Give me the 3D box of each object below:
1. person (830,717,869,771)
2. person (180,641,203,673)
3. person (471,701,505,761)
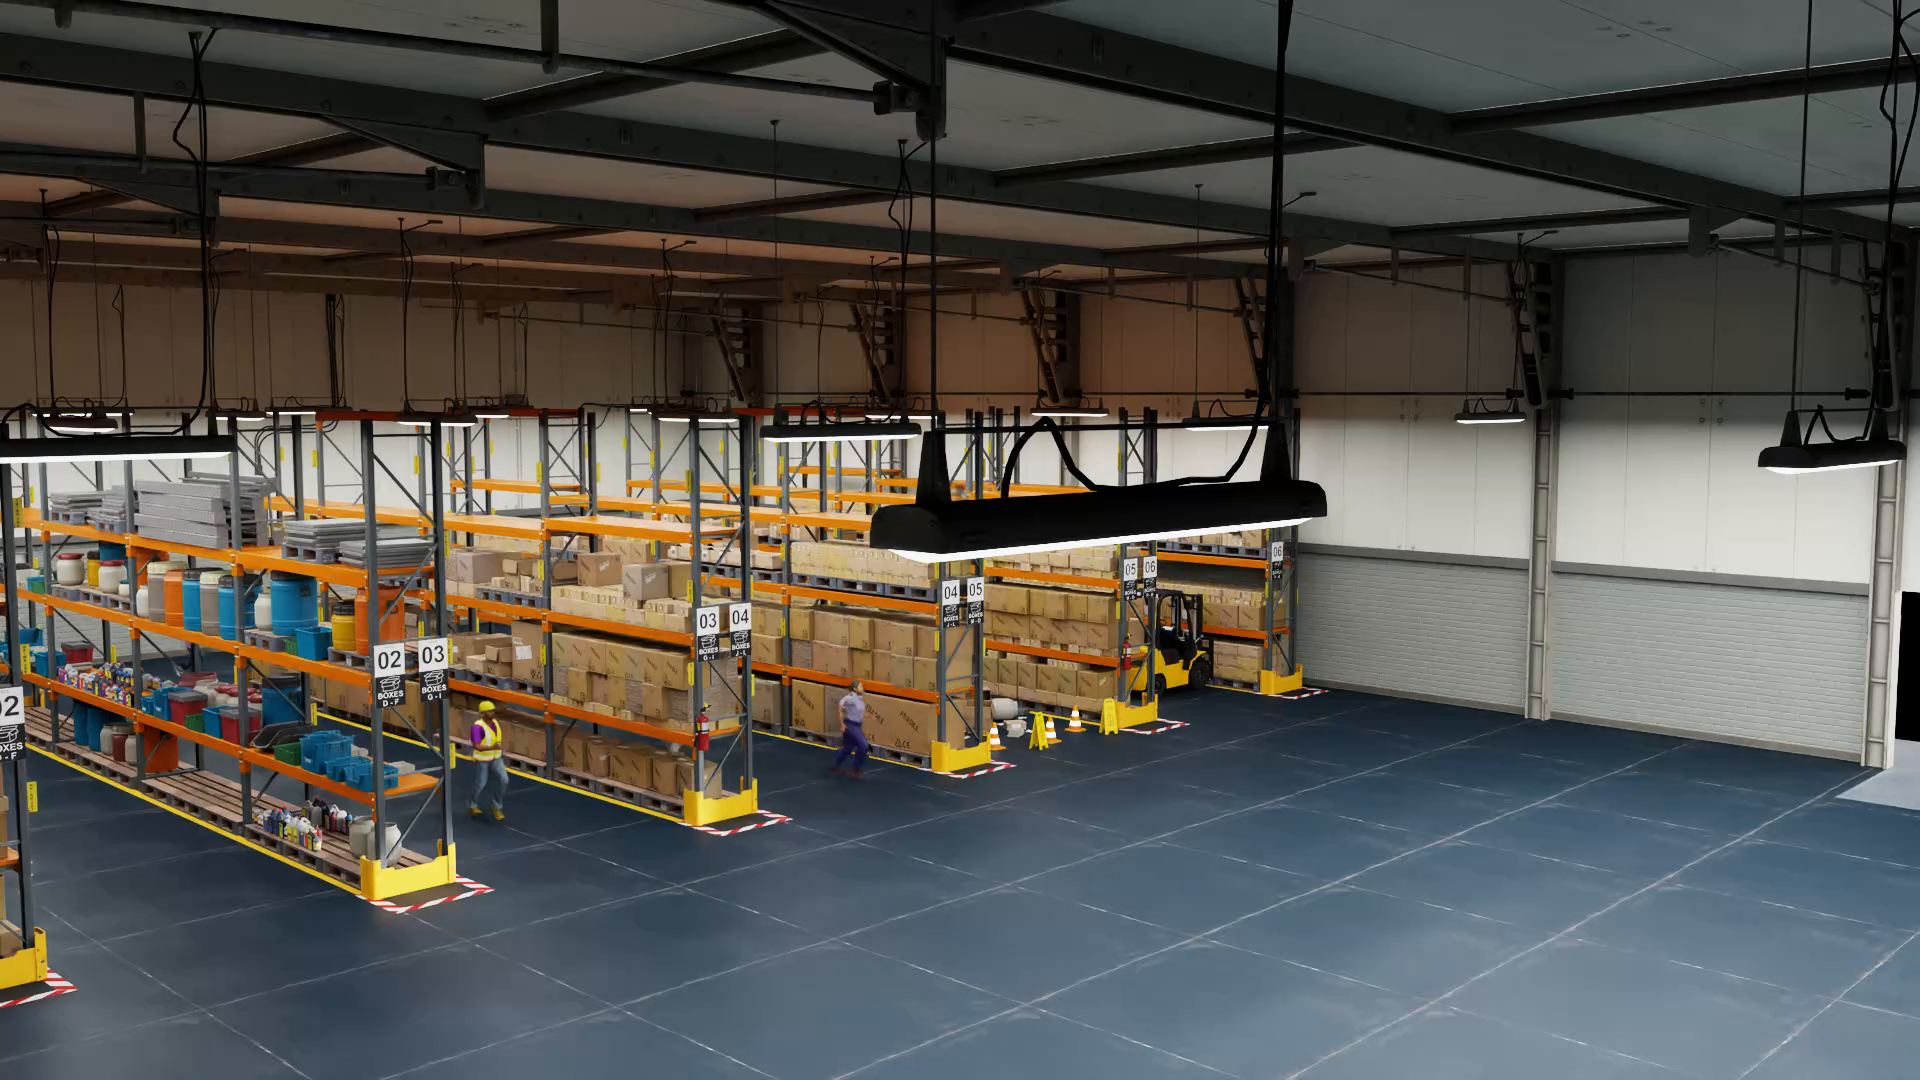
[{"bbox_3d":[-1.810,3.342,27.322,0.715,0.905,0.412,1,5,11],"label":"person"},{"bbox_3d":[-16.775,2.302,36.384,0.538,1.492,0.498,-3,6,-30],"label":"person"},{"bbox_3d":[-6.951,2.828,24.562,0.748,0.908,0.650,3,6,33],"label":"person"}]
